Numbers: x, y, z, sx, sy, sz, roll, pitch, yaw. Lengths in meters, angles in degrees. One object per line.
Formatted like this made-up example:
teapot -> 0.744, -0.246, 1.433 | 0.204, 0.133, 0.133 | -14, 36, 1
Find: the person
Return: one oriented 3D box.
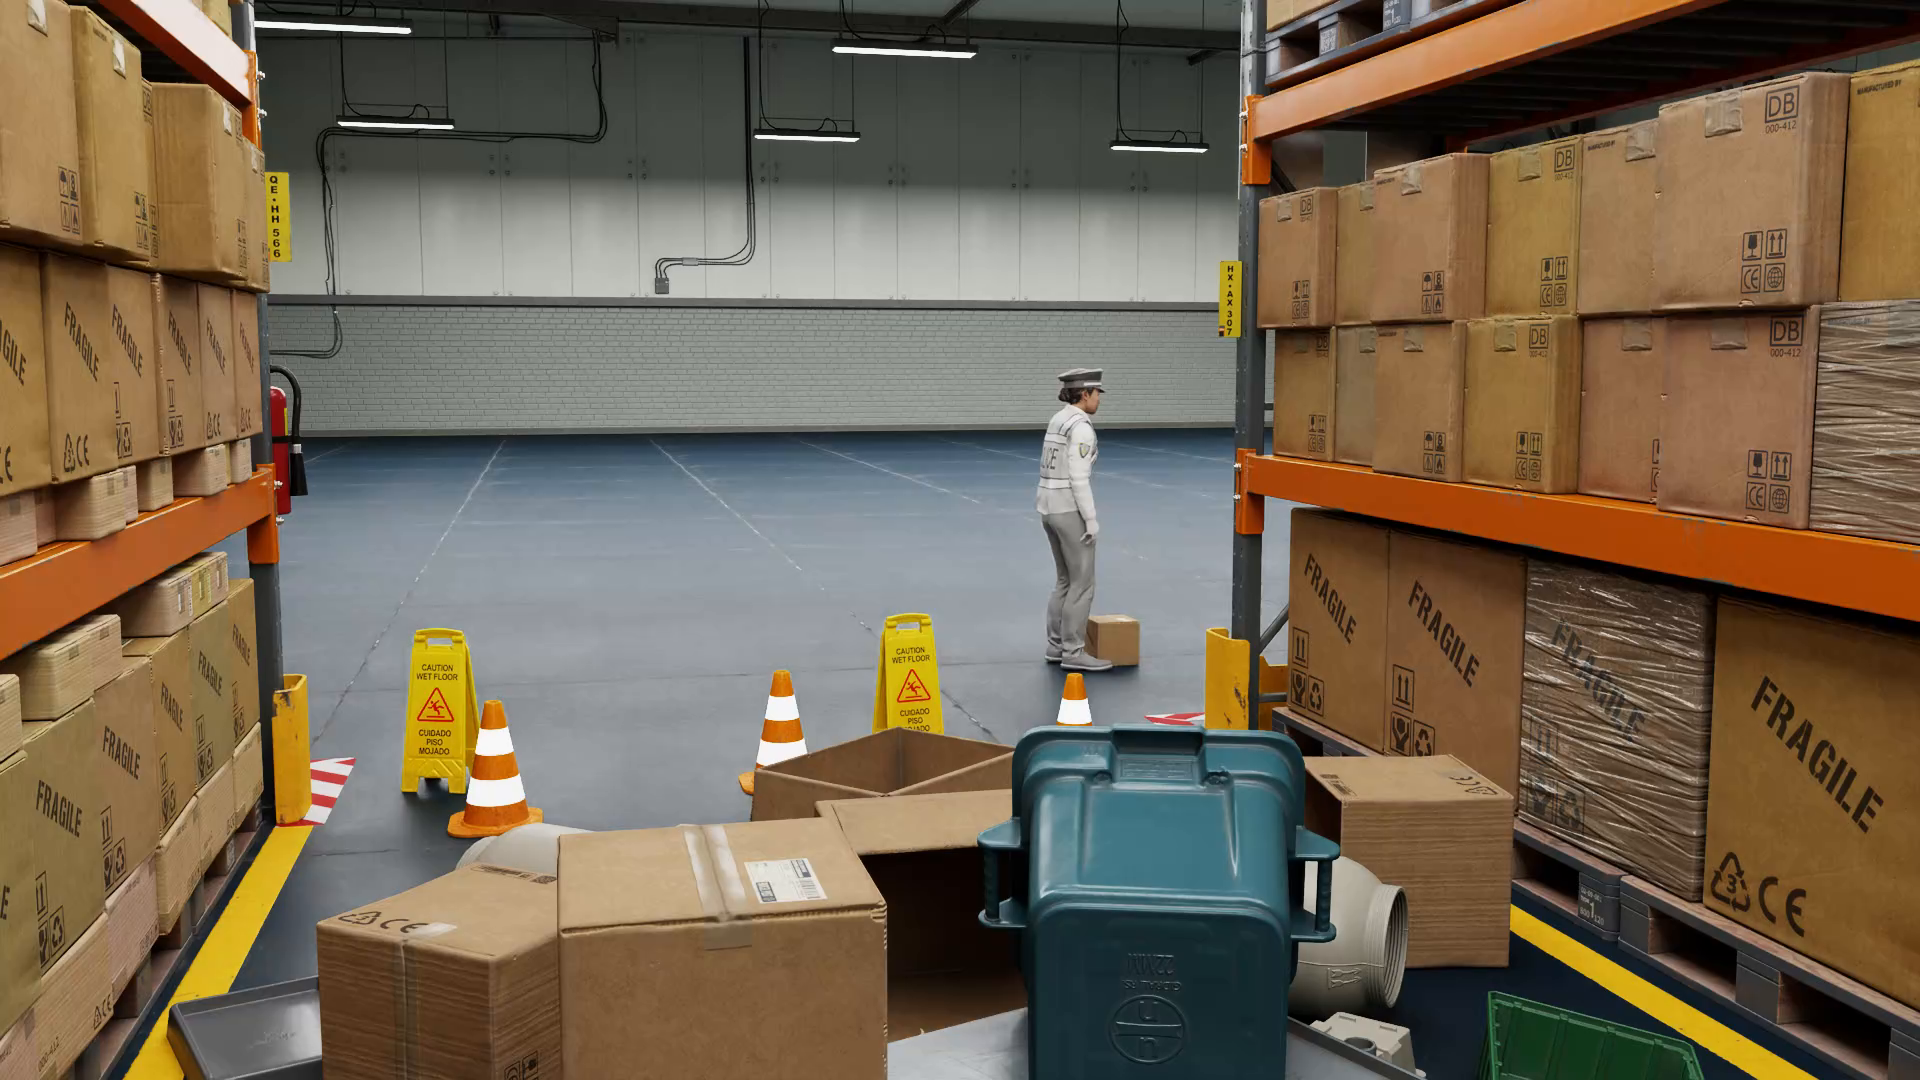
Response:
person -> 0.630, -0.124, 9.302 | 0.372, 1.664, 0.528 | -1, 6, -13
